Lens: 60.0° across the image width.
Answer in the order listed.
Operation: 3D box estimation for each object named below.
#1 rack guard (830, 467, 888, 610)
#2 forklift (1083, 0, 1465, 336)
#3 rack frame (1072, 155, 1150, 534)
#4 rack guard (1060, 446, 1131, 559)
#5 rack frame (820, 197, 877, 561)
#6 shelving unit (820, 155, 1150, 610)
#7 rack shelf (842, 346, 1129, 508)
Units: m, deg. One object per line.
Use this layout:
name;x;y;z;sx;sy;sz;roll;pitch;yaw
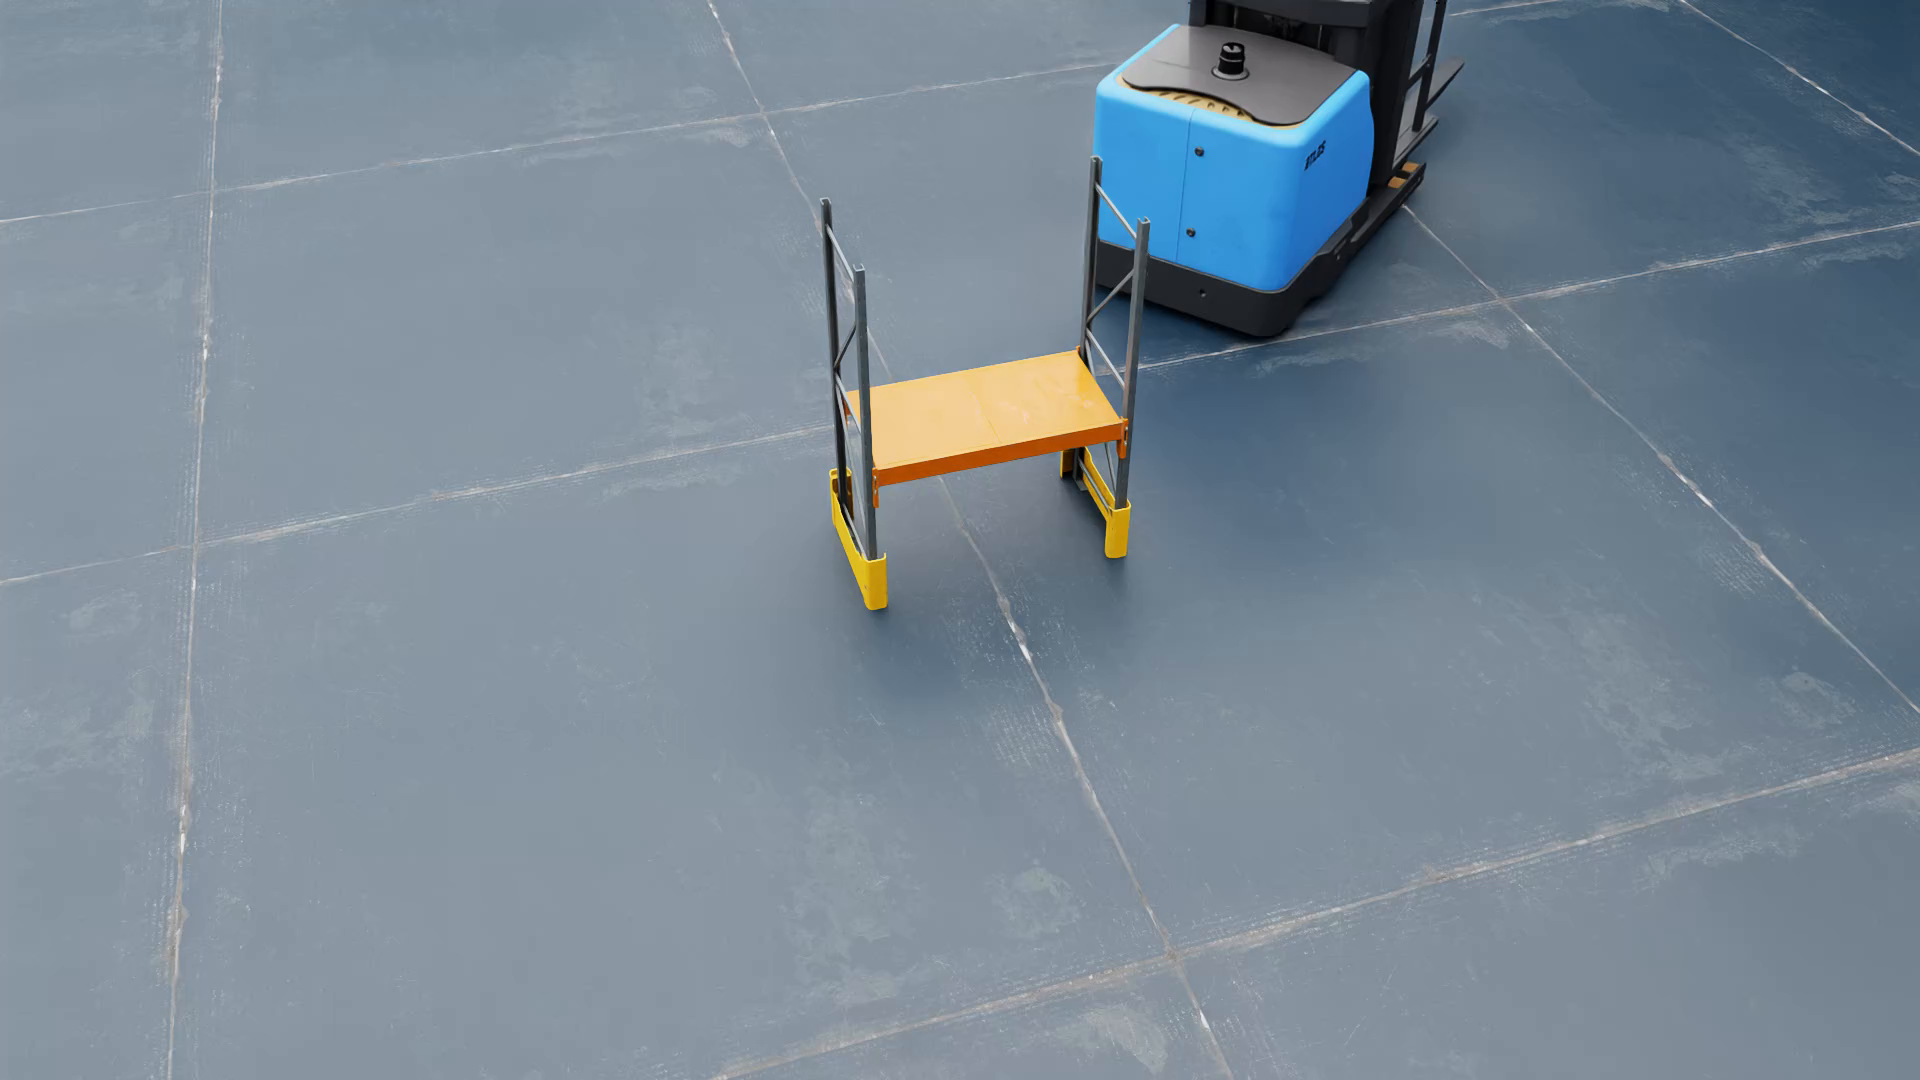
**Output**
rack guard;-0.402;-0.011;6.572;0.087;0.250;0.587;-12;42;-13
forklift;1.816;-2.993;7.948;1.130;2.935;3.031;23;46;24
rack frame;0.566;-0.682;6.391;0.032;1.500;0.500;-12;42;-13
rack guard;0.548;-0.208;6.798;0.087;0.250;0.587;-12;42;-13
rack frame;-0.404;-0.481;6.161;0.032;1.500;0.500;-12;42;-13
shelving unit;0.073;-0.580;6.274;1.083;1.500;0.587;-12;42;-13
rack shelf;0.081;-0.446;6.394;1.000;0.185;0.538;-12;42;-13
